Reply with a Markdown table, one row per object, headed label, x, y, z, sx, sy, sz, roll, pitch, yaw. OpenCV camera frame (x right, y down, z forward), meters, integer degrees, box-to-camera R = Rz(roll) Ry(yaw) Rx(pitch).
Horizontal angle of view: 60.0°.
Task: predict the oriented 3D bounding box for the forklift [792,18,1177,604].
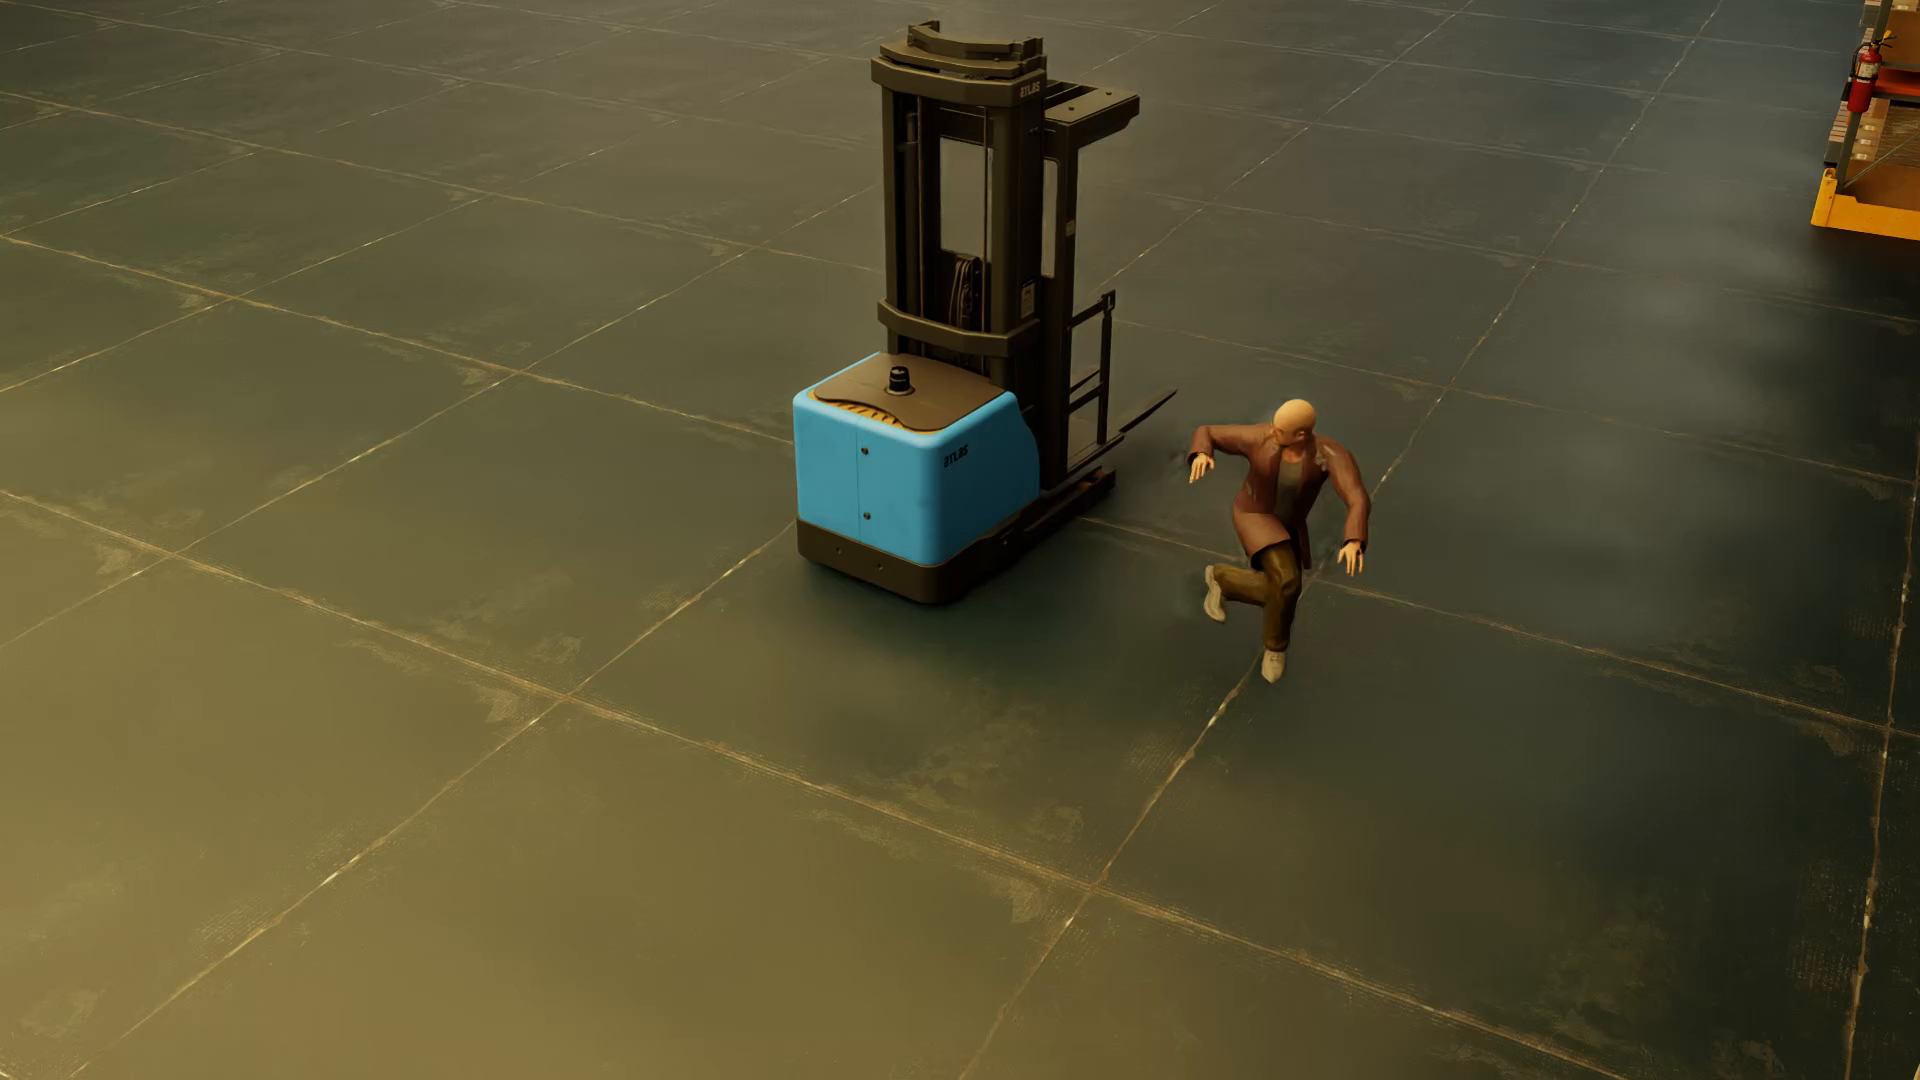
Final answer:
| label | x | y | z | sx | sy | sz | roll | pitch | yaw |
| --- | --- | --- | --- | --- | --- | --- | --- | --- | --- |
| forklift | 0.323 | -1.597 | 9.838 | 1.130 | 2.935 | 3.031 | 20 | 36 | 31 |

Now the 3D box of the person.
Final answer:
| label | x | y | z | sx | sy | sz | roll | pitch | yaw |
| --- | --- | --- | --- | --- | --- | --- | --- | --- | --- |
| person | 1.573 | 0.003 | 8.522 | 0.875 | 1.522 | 1.185 | -6 | 30 | -10 |
